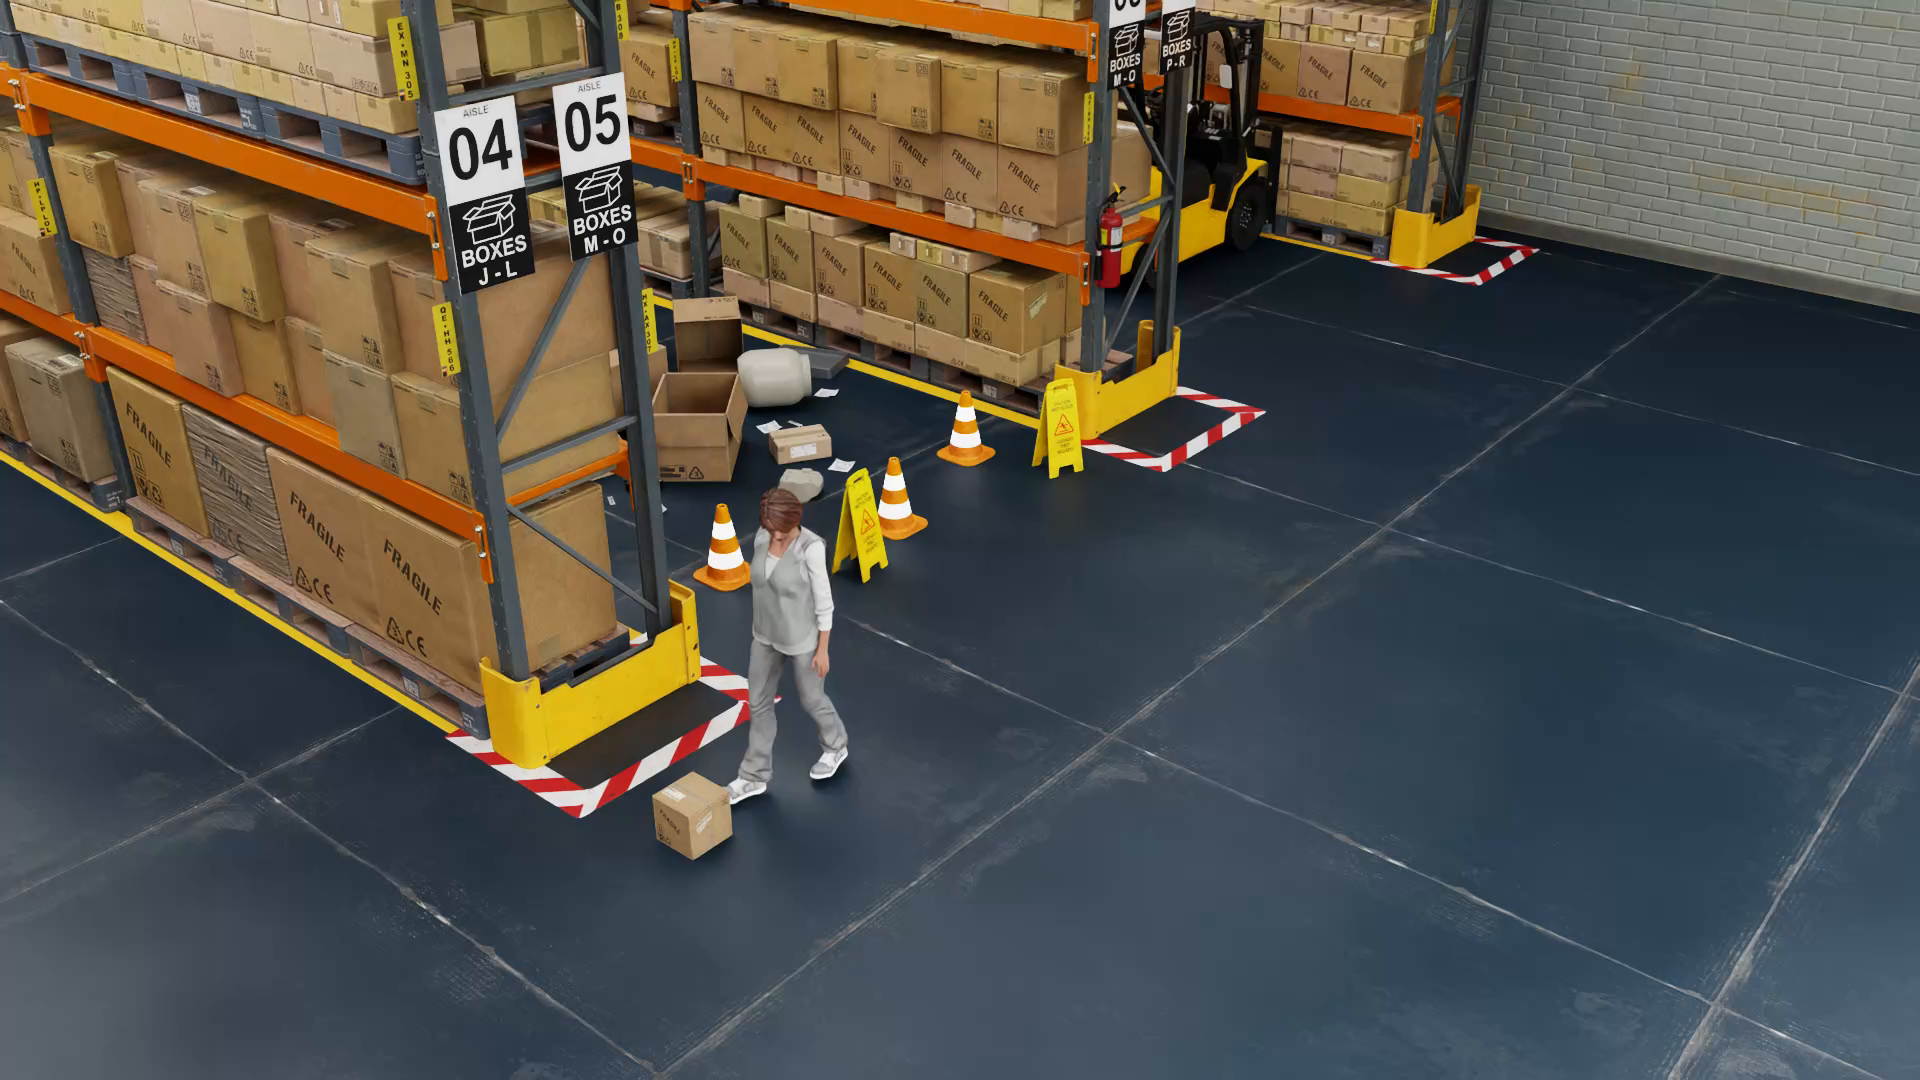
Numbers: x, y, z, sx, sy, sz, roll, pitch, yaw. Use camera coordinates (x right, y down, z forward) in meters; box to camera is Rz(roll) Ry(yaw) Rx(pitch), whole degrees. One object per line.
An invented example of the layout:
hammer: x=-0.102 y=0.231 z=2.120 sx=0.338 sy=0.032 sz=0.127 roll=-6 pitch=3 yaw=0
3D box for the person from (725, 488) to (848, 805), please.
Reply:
person: x=-0.826 y=0.487 z=7.681 sx=0.457 sy=1.563 sz=0.699 roll=18 pitch=33 yaw=30
